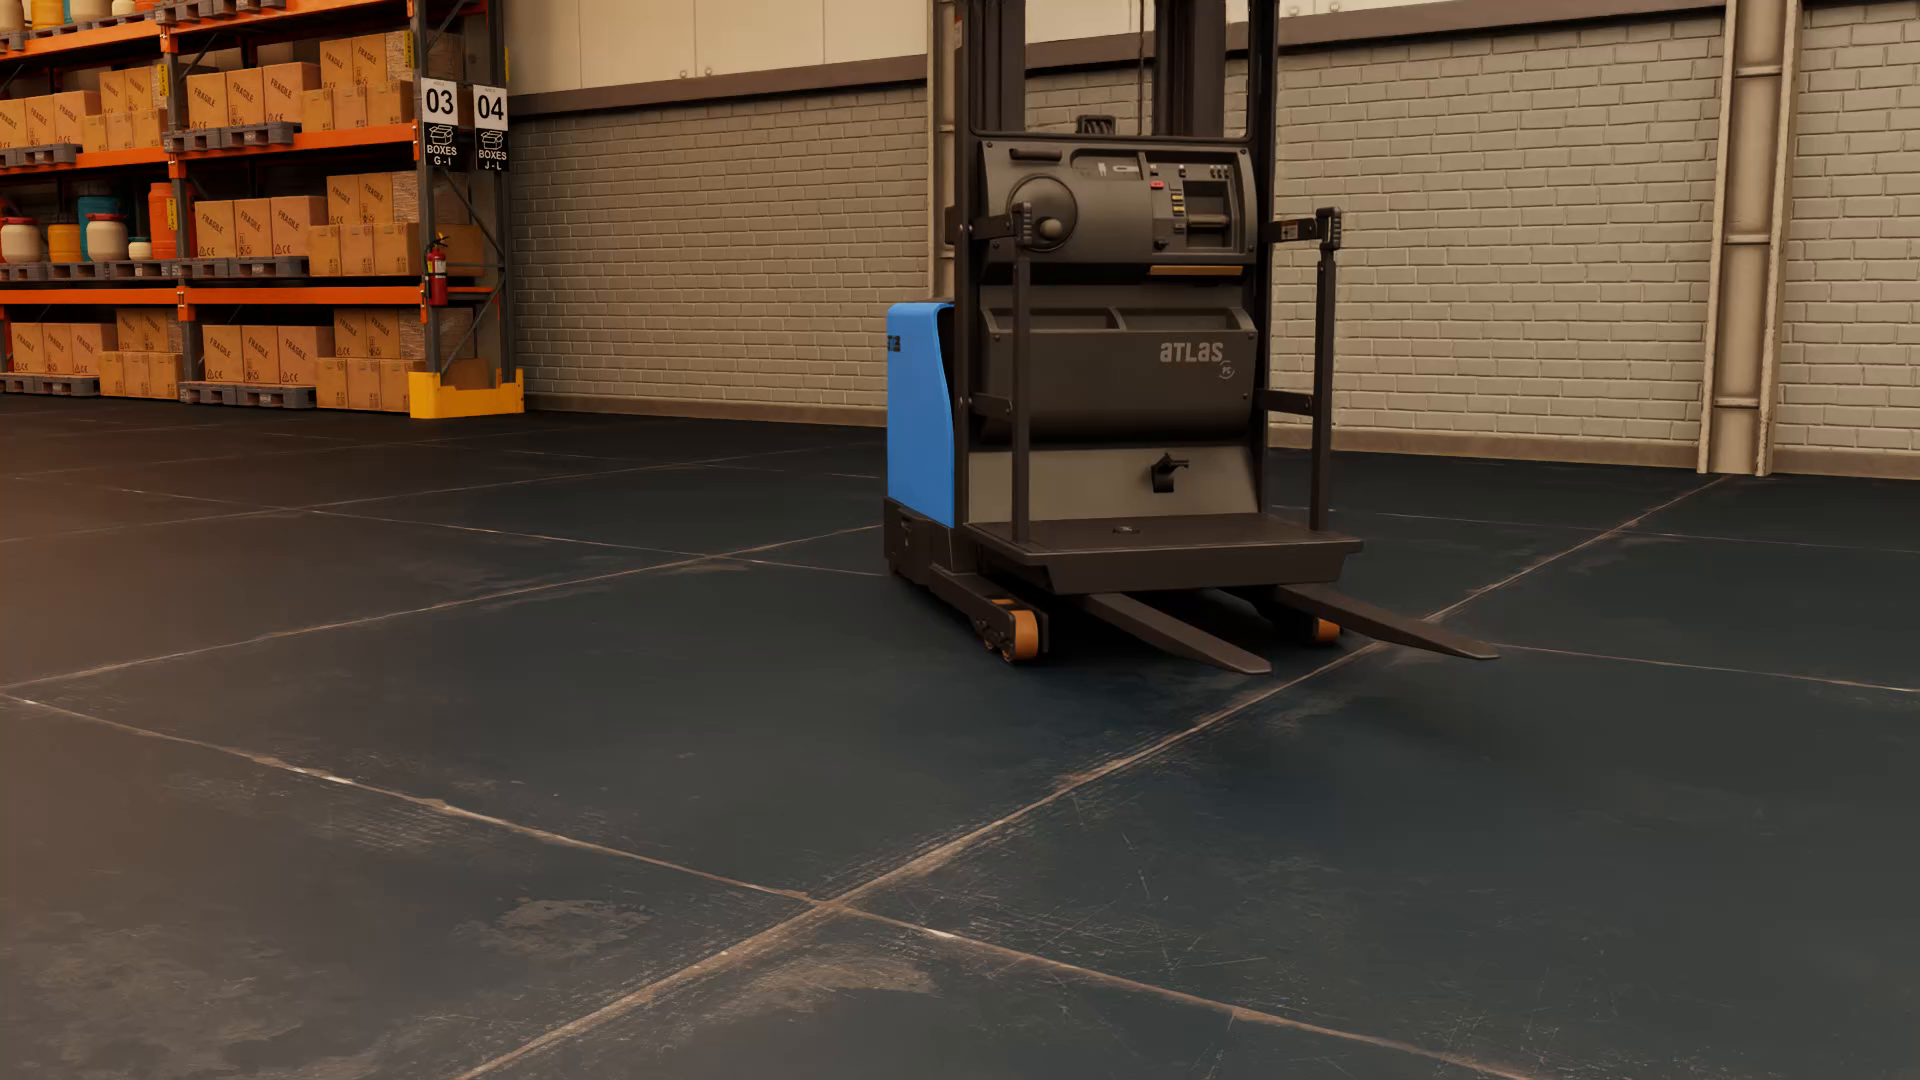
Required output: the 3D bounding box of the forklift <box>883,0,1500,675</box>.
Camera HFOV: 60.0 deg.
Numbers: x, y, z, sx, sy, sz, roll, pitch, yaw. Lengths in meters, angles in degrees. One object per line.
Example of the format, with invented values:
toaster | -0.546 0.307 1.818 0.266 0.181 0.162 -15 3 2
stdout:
forklift | 0.584 -1.141 5.215 1.130 2.935 3.031 -2 8 -15
